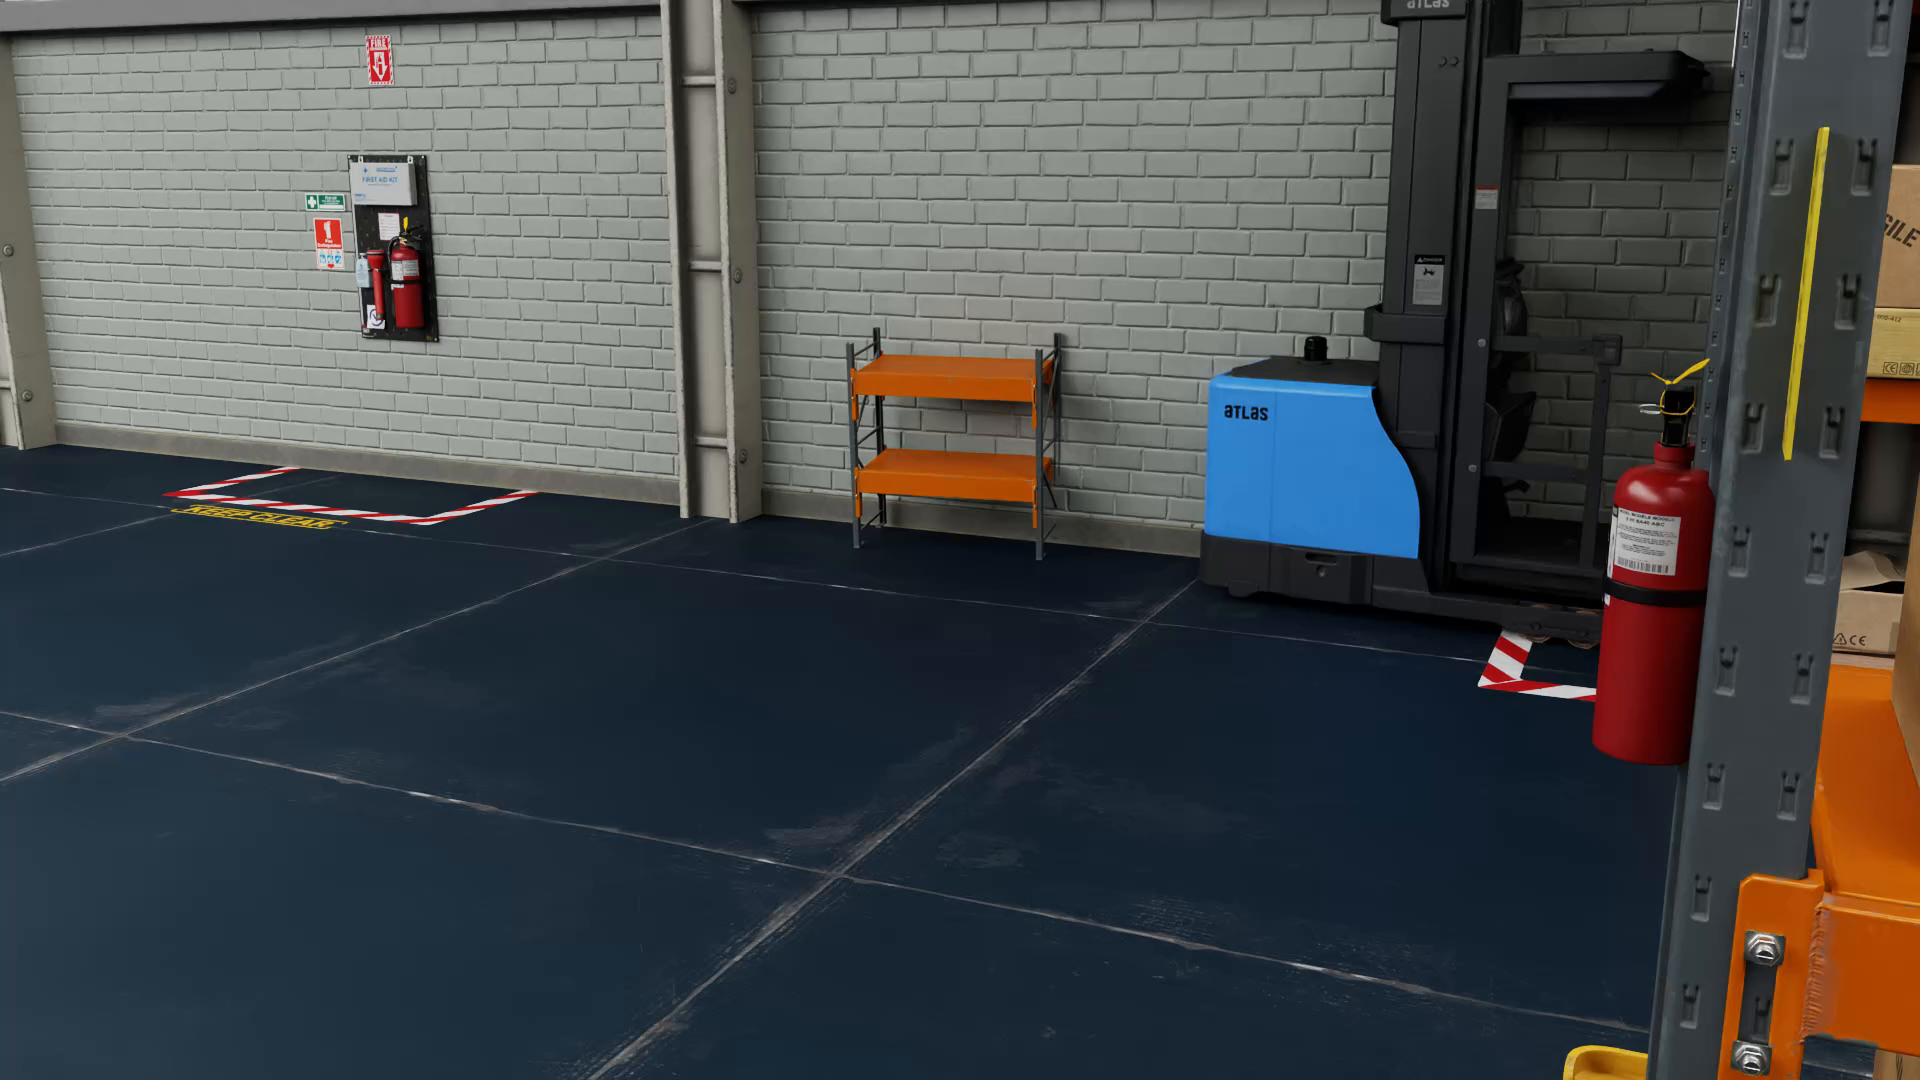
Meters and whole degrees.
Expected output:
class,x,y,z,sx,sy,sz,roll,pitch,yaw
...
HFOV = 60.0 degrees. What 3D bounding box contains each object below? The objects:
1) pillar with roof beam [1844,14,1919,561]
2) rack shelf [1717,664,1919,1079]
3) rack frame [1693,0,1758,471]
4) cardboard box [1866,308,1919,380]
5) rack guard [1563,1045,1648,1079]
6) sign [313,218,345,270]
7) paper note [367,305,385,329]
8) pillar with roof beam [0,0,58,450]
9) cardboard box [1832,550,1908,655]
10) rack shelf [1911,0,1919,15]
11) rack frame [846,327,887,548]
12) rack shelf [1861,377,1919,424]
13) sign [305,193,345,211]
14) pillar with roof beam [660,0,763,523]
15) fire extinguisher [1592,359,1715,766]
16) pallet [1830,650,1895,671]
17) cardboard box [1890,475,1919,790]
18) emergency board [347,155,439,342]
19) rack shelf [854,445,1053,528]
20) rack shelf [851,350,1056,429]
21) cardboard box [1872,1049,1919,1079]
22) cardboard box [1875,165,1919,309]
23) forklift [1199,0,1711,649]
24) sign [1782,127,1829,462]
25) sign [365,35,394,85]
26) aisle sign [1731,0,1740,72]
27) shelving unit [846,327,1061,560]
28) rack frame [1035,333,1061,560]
class,x,y,z,sx,sy,sz,roll,pitch,yaw
pillar with roof beam,2.330,-3.075,2.660,0.400,9.000,9.100,6,14,23
rack shelf,2.909,0.633,1.566,4.000,0.370,1.077,6,14,23
rack frame,3.083,-0.937,6.684,0.127,3.000,1.000,6,14,23
cardboard box,3.401,-0.763,6.224,0.500,0.250,0.500,5,14,22
rack guard,1.058,1.312,2.568,0.348,0.500,1.175,6,14,23
sign,-4.120,-1.935,10.858,0.234,0.329,0.001,6,14,23
paper note,-3.790,-1.447,10.784,0.142,0.148,0.016,6,14,23
pillar with roof beam,-8.642,-4.185,7.392,0.400,9.000,9.100,6,14,23
cardboard box,3.679,0.240,6.588,0.500,0.311,0.500,4,14,17
rack shelf,4.912,-1.862,5.635,4.000,0.370,1.077,6,14,23
rack frame,-0.509,-0.565,9.116,0.032,1.125,0.500,4,18,15
rack shelf,4.912,-0.402,5.977,4.000,0.370,1.077,6,14,23
sign,-4.119,-2.191,10.788,0.331,0.109,0.001,6,14,23
pillar with roof beam,-3.156,-3.630,5.026,0.400,9.000,9.100,6,14,23
fire extinguisher,1.160,0.027,2.742,0.183,0.674,0.296,6,14,23
pallet,3.881,0.510,6.621,1.213,0.211,1.003,6,14,23
cardboard box,1.502,0.095,2.066,0.500,0.500,0.700,6,14,23
emergency board,-3.656,-1.845,10.552,0.643,1.169,0.194,6,14,23
rack shelf,-0.014,-0.300,9.060,1.000,0.278,0.538,4,18,15
rack shelf,-0.024,-0.813,8.899,1.000,0.278,0.538,4,18,15
cardboard box,1.691,0.854,2.507,0.500,0.500,0.500,6,14,23
cardboard box,3.398,-1.132,6.157,0.500,0.500,0.500,6,14,23
forklift,2.711,-1.092,7.493,3.031,2.935,1.130,7,15,27
sign,0.850,-0.247,1.673,0.005,0.325,0.100,6,14,23
sign,-3.623,-2.995,10.379,0.199,0.298,0.001,6,14,23
aisle sign,2.896,-2.147,6.148,0.004,0.787,0.394,6,14,23
shelving unit,-0.019,-0.533,8.987,1.048,1.125,0.538,4,18,15
rack frame,0.472,-0.502,8.858,0.032,1.125,0.500,4,18,15
